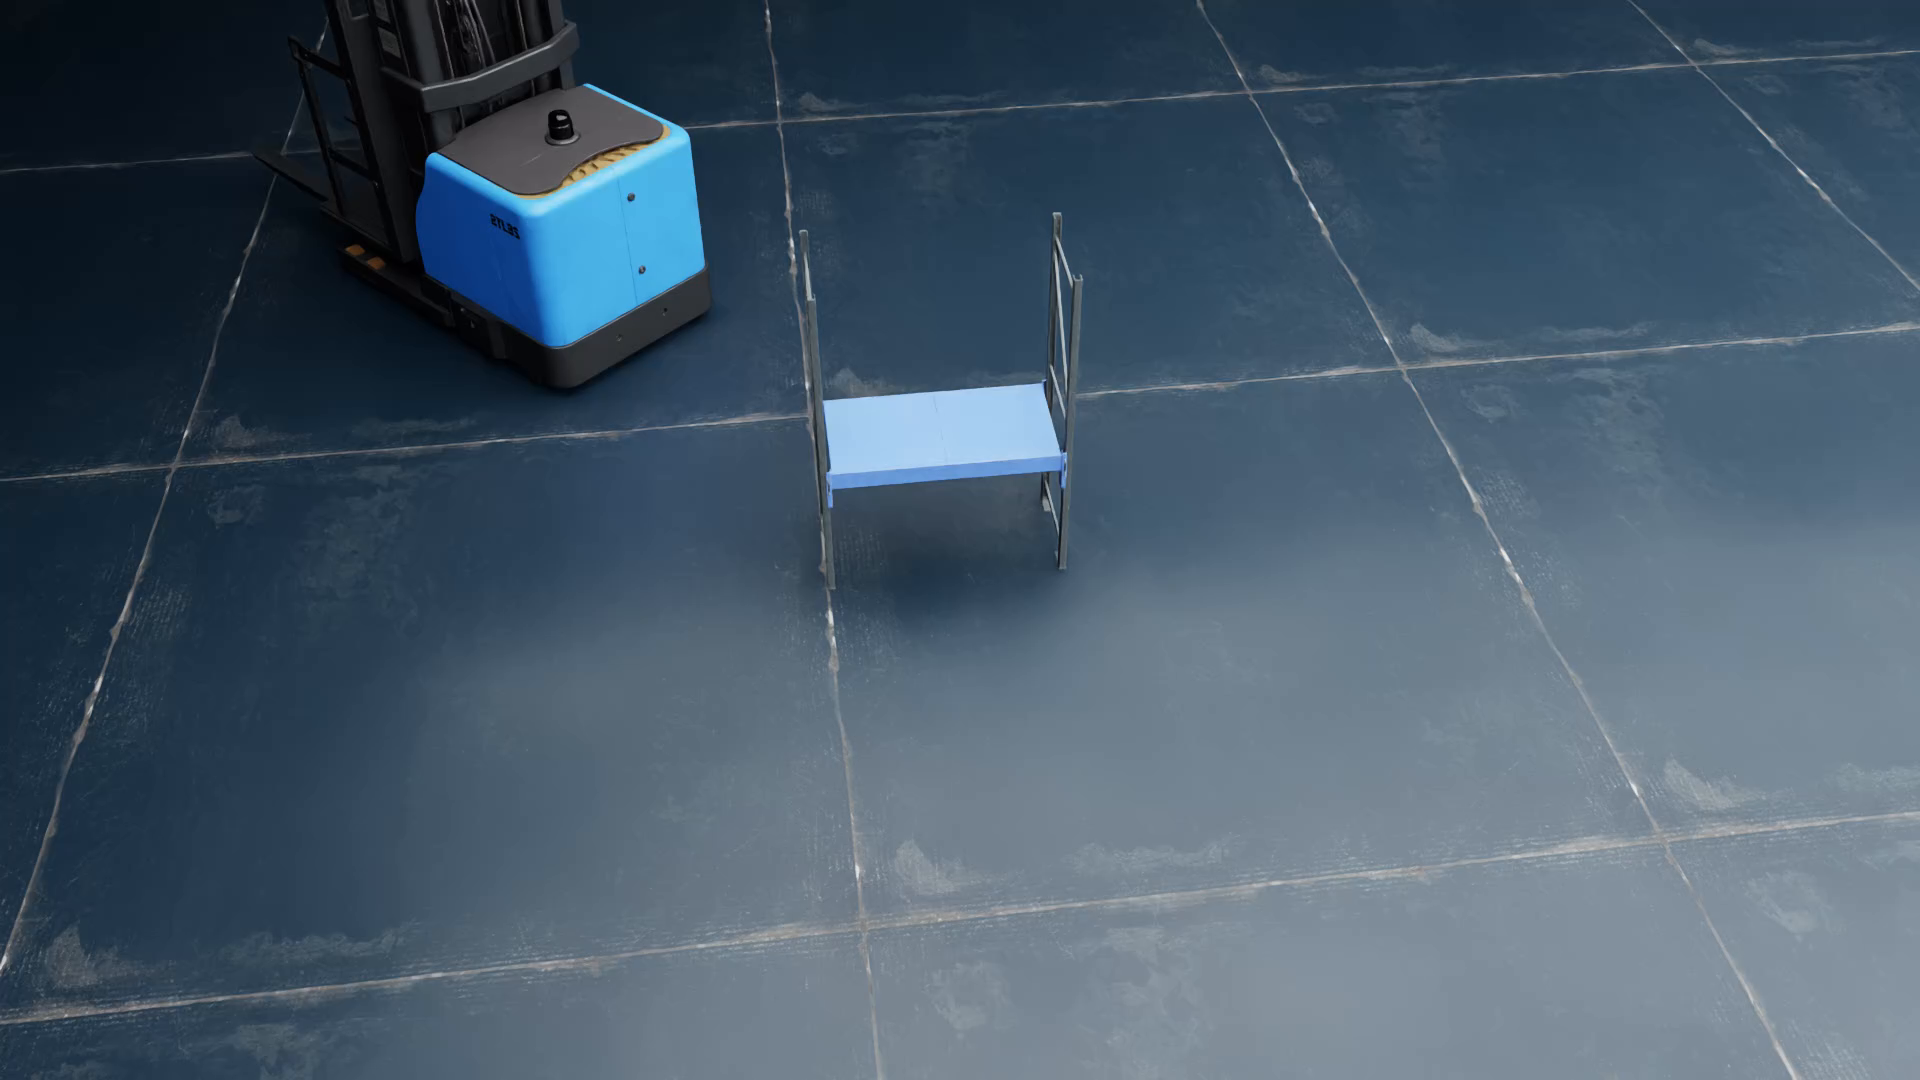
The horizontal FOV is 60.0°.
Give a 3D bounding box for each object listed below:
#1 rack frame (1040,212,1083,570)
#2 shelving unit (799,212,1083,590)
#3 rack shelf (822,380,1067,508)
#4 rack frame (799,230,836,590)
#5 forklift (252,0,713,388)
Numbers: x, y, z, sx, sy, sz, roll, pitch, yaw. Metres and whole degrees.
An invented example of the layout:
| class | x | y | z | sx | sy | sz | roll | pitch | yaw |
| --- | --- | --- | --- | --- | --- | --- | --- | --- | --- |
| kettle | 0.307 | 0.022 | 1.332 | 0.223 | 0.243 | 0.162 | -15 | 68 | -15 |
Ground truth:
| class | x | y | z | sx | sy | sz | roll | pitch | yaw |
| --- | --- | --- | --- | --- | --- | --- | --- | --- | --- |
| rack frame | 0.419 | -0.594 | 7.004 | 0.032 | 1.500 | 0.500 | -5 | 42 | -6 |
| shelving unit | -0.085 | -0.550 | 6.955 | 1.048 | 1.500 | 0.538 | -5 | 42 | -6 |
| rack shelf | -0.085 | -0.416 | 7.075 | 1.000 | 0.185 | 0.538 | -5 | 42 | -6 |
| rack frame | -0.589 | -0.505 | 6.906 | 0.032 | 1.500 | 0.500 | -5 | 42 | -6 |
| forklift | -2.743 | -2.681 | 8.250 | 3.031 | 2.935 | 1.130 | 30 | 50 | 29 |
